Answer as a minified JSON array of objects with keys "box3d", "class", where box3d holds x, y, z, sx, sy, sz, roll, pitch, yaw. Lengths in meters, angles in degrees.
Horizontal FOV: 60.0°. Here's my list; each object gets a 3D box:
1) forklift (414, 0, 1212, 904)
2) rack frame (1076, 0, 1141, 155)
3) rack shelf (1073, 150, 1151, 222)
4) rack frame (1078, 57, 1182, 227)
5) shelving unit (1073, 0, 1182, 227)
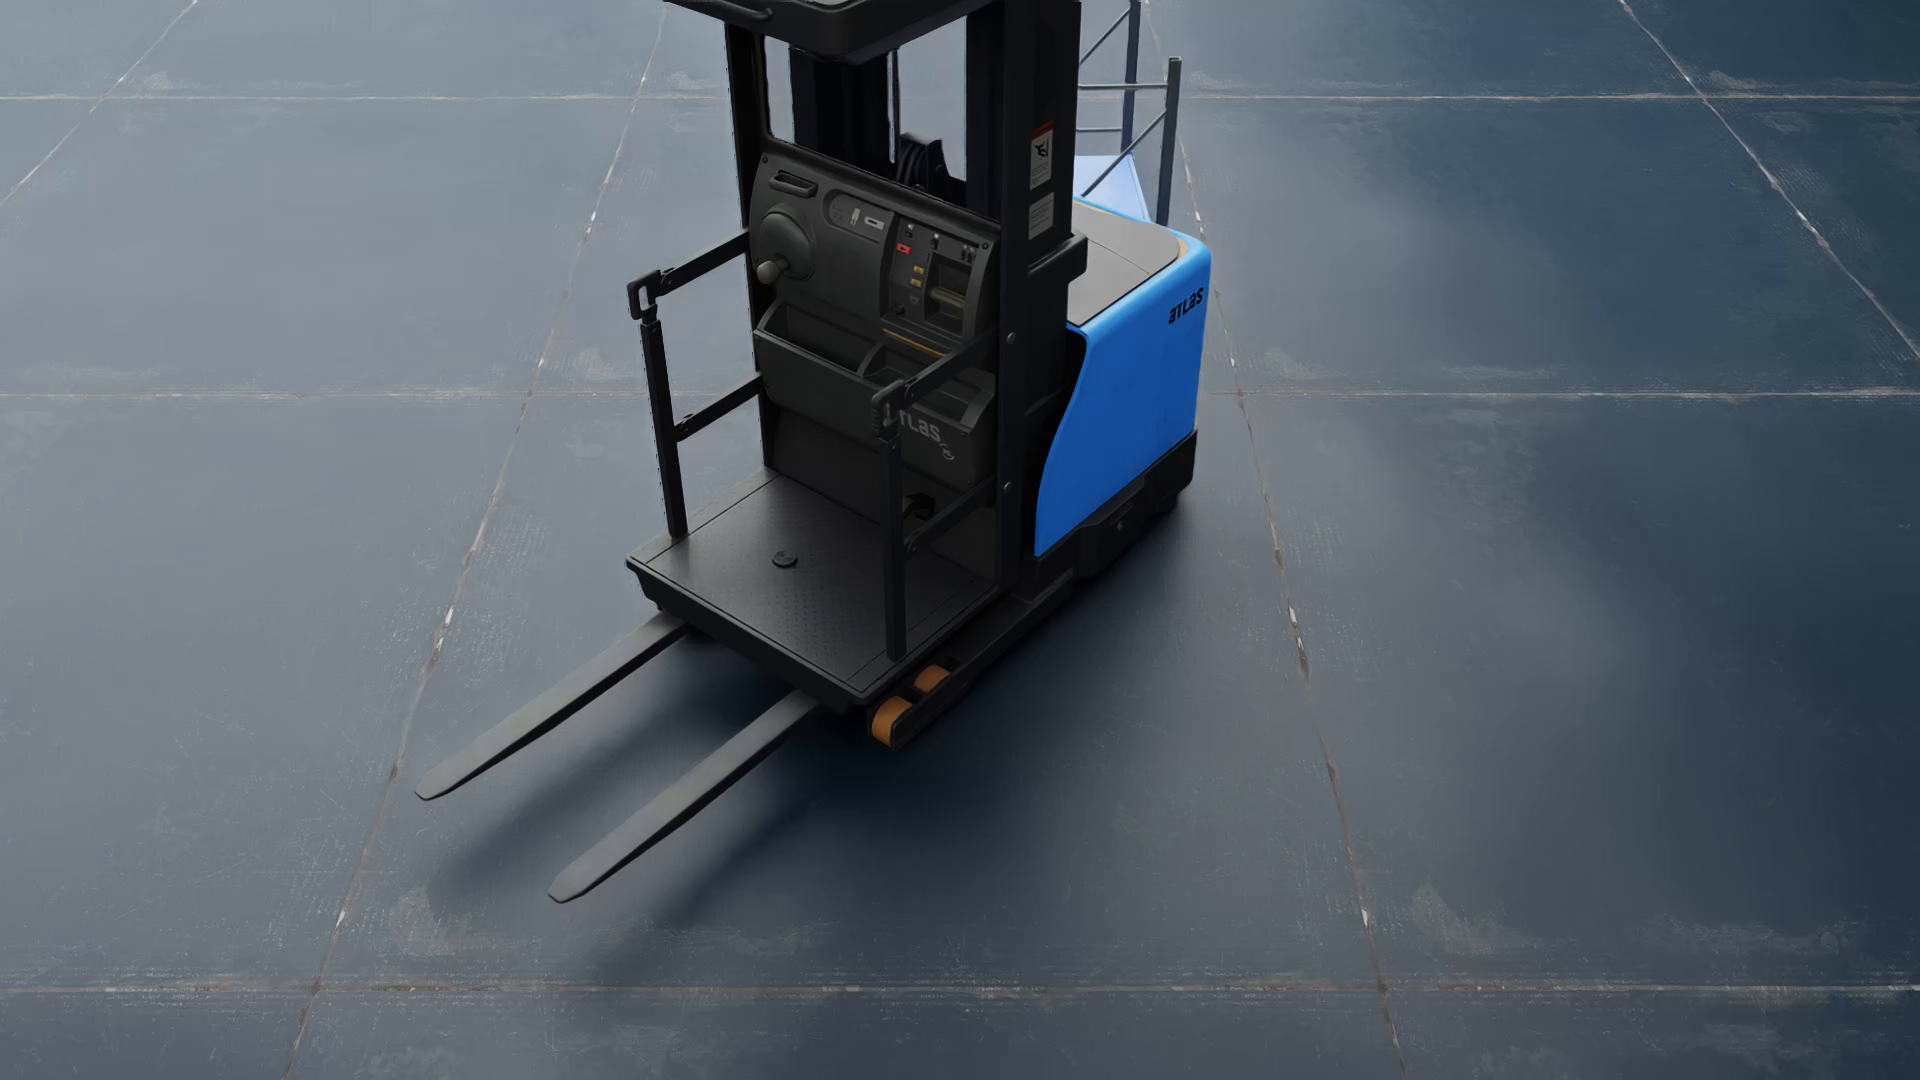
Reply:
[{"box3d":[-0.417,-0.823,4.933,1.130,2.935,3.031,27,46,29],"class":"forklift"},{"box3d":[0.504,-1.788,7.282,0.500,1.500,0.032,-2,39,-2],"class":"rack frame"},{"box3d":[0.529,-1.330,6.998,0.538,0.185,1.000,-2,39,-2],"class":"rack shelf"},{"box3d":[0.553,-1.153,6.489,0.500,1.500,0.032,-2,39,-2],"class":"rack frame"},{"box3d":[0.529,-1.470,6.886,0.538,1.500,1.048,-2,39,-2],"class":"shelving unit"}]
